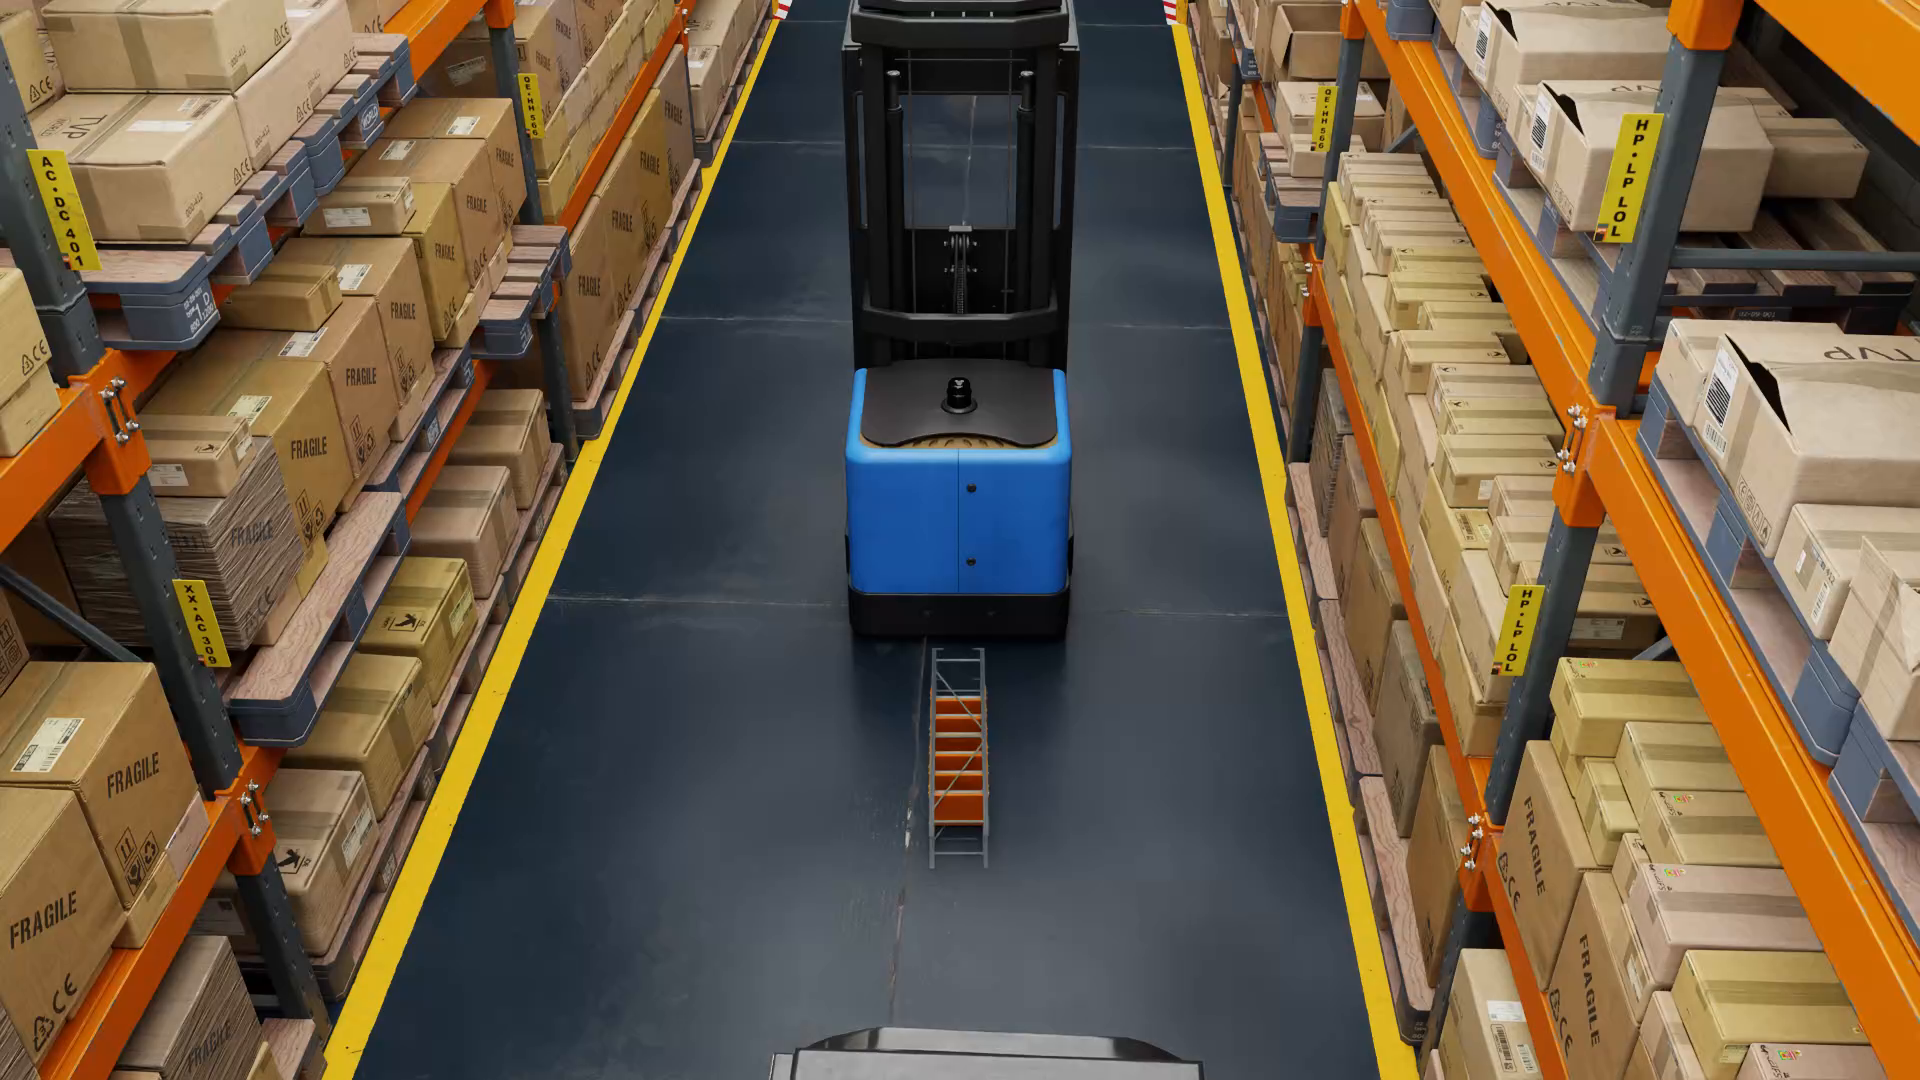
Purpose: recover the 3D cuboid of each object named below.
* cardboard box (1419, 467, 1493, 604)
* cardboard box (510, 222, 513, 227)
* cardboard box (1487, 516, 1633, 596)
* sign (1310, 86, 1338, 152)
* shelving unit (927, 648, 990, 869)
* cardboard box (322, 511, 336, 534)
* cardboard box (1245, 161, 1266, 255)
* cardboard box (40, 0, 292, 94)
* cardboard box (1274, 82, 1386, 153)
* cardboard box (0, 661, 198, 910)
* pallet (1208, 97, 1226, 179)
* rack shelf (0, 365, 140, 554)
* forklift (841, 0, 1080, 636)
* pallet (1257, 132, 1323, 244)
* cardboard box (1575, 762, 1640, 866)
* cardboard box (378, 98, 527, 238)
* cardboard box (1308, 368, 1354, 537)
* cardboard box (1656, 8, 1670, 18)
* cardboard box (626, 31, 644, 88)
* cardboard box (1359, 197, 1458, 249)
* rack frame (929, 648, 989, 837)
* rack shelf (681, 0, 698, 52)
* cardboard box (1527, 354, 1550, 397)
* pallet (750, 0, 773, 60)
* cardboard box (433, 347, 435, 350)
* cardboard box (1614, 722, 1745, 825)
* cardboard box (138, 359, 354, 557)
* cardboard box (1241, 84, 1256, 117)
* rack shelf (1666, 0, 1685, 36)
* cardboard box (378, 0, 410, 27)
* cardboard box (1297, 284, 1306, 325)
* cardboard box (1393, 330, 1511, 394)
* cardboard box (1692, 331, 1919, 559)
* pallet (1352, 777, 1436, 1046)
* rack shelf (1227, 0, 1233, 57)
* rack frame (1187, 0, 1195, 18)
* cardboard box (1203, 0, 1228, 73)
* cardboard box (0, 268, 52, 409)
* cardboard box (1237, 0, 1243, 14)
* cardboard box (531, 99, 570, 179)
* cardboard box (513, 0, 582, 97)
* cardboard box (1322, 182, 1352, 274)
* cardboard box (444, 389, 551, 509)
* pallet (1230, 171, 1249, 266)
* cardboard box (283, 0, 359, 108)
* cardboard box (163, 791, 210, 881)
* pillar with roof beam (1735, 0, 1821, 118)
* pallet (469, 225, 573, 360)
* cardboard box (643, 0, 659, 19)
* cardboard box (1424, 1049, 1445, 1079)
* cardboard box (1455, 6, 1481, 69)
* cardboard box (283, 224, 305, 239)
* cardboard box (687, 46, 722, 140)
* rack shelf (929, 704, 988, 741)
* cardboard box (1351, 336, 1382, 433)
[{"bbox_3d":[1.924,-0.017,5.806,0.500,0.250,0.500,0,35,1],"label":"cardboard box"},{"bbox_3d":[-2.431,-1.576,8.182,0.380,0.149,0.250,3,35,4],"label":"cardboard box"},{"bbox_3d":[1.931,0.054,5.359,0.380,0.149,0.250,1,35,1],"label":"cardboard box"},{"bbox_3d":[1.764,-2.036,8.046,0.100,0.325,0.005,1,35,2],"label":"sign"},{"bbox_3d":[-0.006,0.920,7.218,0.258,0.189,1.200,0,35,0],"label":"shelving unit"},{"bbox_3d":[-2.522,-0.089,6.067,0.380,0.149,0.250,3,35,5],"label":"cardboard box"},{"bbox_3d":[2.187,-2.170,10.983,0.500,0.500,0.500,0,35,0],"label":"cardboard box"},{"bbox_3d":[-2.380,-1.557,5.025,0.500,0.250,0.500,1,35,1],"label":"cardboard box"},{"bbox_3d":[2.026,-2.312,9.142,0.500,0.250,0.500,0,35,0],"label":"cardboard box"},{"bbox_3d":[-2.583,0.696,4.751,0.500,0.500,0.500,0,35,1],"label":"cardboard box"},{"bbox_3d":[2.496,-3.140,12.980,1.003,0.211,1.213,1,35,2],"label":"pallet"},{"bbox_3d":[-2.894,0.814,2.946,1.077,0.370,4.000,1,35,2],"label":"rack shelf"},{"bbox_3d":[0.005,-1.557,8.362,1.130,2.935,3.031,0,35,0],"label":"forklift"},{"bbox_3d":[2.264,-1.900,8.958,1.213,0.211,1.003,1,35,2],"label":"pallet"},{"bbox_3d":[1.862,0.730,4.397,0.380,0.149,0.250,2,35,3],"label":"cardboard box"},{"bbox_3d":[-2.393,-1.767,7.891,0.500,0.500,0.500,0,35,1],"label":"cardboard box"},{"bbox_3d":[2.268,-0.430,8.399,0.875,0.625,0.625,2,35,3],"label":"cardboard box"},{"bbox_3d":[2.298,-1.707,5.658,0.380,0.166,0.250,1,35,2],"label":"cardboard box"},{"bbox_3d":[-2.319,-3.092,10.616,0.500,0.250,0.500,0,35,1],"label":"cardboard box"},{"bbox_3d":[2.006,-1.416,7.451,0.380,0.149,0.250,2,35,3],"label":"cardboard box"},{"bbox_3d":[-0.006,0.845,7.166,0.240,0.006,1.200,0,35,0],"label":"rack frame"},{"bbox_3d":[-2.412,-4.853,13.618,1.077,0.370,4.000,1,35,2],"label":"rack shelf"},{"bbox_3d":[2.497,-0.596,6.631,0.500,0.250,0.500,1,35,1],"label":"cardboard box"},{"bbox_3d":[-2.285,-4.694,15.192,1.003,0.211,1.213,1,35,2],"label":"pallet"},{"bbox_3d":[-2.486,-0.830,7.121,0.380,0.149,0.250,2,35,2],"label":"cardboard box"},{"bbox_3d":[1.935,0.611,4.307,0.380,0.149,0.250,2,35,3],"label":"cardboard box"},{"bbox_3d":[-2.489,-0.287,5.785,0.500,0.500,0.500,1,35,2],"label":"cardboard box"},{"bbox_3d":[2.187,-3.100,11.743,0.380,0.149,0.250,3,35,4],"label":"cardboard box"},{"bbox_3d":[2.227,-2.435,5.308,1.077,0.370,4.000,1,35,2],"label":"rack shelf"},{"bbox_3d":[-2.701,-2.424,6.841,0.700,0.500,0.500,1,35,2],"label":"cardboard box"},{"bbox_3d":[2.074,-1.292,9.170,0.380,0.149,0.250,0,35,0],"label":"cardboard box"},{"bbox_3d":[1.893,-0.686,6.412,0.380,0.149,0.250,0,35,1],"label":"cardboard box"},{"bbox_3d":[1.869,-0.221,3.418,0.500,0.311,0.500,2,35,3],"label":"cardboard box"},{"bbox_3d":[2.137,1.427,6.482,1.003,0.211,1.213,1,35,2],"label":"pallet"},{"bbox_3d":[2.548,-4.741,13.458,1.077,0.370,4.000,1,35,2],"label":"rack shelf"},{"bbox_3d":[2.628,-6.184,14.886,1.000,3.000,0.127,1,35,2],"label":"rack frame"},{"bbox_3d":[2.315,-4.192,13.861,0.500,0.500,0.500,2,35,3],"label":"cardboard box"},{"bbox_3d":[-2.562,-0.429,3.960,0.500,0.250,0.500,1,35,1],"label":"cardboard box"},{"bbox_3d":[2.225,-3.826,11.079,0.700,0.500,0.500,2,35,3],"label":"cardboard box"},{"bbox_3d":[-2.386,-2.129,8.812,0.500,0.250,0.500,1,35,2],"label":"cardboard box"},{"bbox_3d":[-2.378,-2.713,8.991,0.500,0.500,0.500,1,35,2],"label":"cardboard box"},{"bbox_3d":[2.020,-1.482,7.892,0.500,0.250,0.500,1,35,2],"label":"cardboard box"},{"bbox_3d":[-2.685,-0.473,8.680,0.950,0.372,0.625,-1,35,-1],"label":"cardboard box"},{"bbox_3d":[2.473,-2.277,11.752,1.003,0.211,1.213,1,35,2],"label":"pallet"},{"bbox_3d":[-2.372,-1.648,5.588,0.500,0.250,0.500,1,35,1],"label":"cardboard box"},{"bbox_3d":[-2.522,0.892,5.036,0.380,0.149,0.250,1,35,1],"label":"cardboard box"},{"bbox_3d":[-1.146,-3.372,5.667,9.100,9.000,0.400,1,35,2],"label":"pillar with roof beam"},{"bbox_3d":[-2.575,-1.210,7.975,1.213,0.211,1.003,1,35,2],"label":"pallet"},{"bbox_3d":[-2.280,-3.595,10.898,0.500,0.250,0.500,2,35,3],"label":"cardboard box"},{"bbox_3d":[1.796,1.934,5.362,0.500,0.250,0.500,2,35,2],"label":"cardboard box"},{"bbox_3d":[1.918,-1.709,5.676,0.380,0.149,0.250,1,35,1],"label":"cardboard box"},{"bbox_3d":[-2.931,-1.177,7.050,0.500,0.500,0.500,2,35,3],"label":"cardboard box"},{"bbox_3d":[-2.360,-3.480,12.902,0.875,0.438,0.875,1,35,1],"label":"cardboard box"},{"bbox_3d":[-0.007,0.825,7.353,0.258,0.180,0.103,0,35,0],"label":"rack shelf"},{"bbox_3d":[2.006,-0.692,7.202,0.500,0.250,0.500,0,35,0],"label":"cardboard box"}]
